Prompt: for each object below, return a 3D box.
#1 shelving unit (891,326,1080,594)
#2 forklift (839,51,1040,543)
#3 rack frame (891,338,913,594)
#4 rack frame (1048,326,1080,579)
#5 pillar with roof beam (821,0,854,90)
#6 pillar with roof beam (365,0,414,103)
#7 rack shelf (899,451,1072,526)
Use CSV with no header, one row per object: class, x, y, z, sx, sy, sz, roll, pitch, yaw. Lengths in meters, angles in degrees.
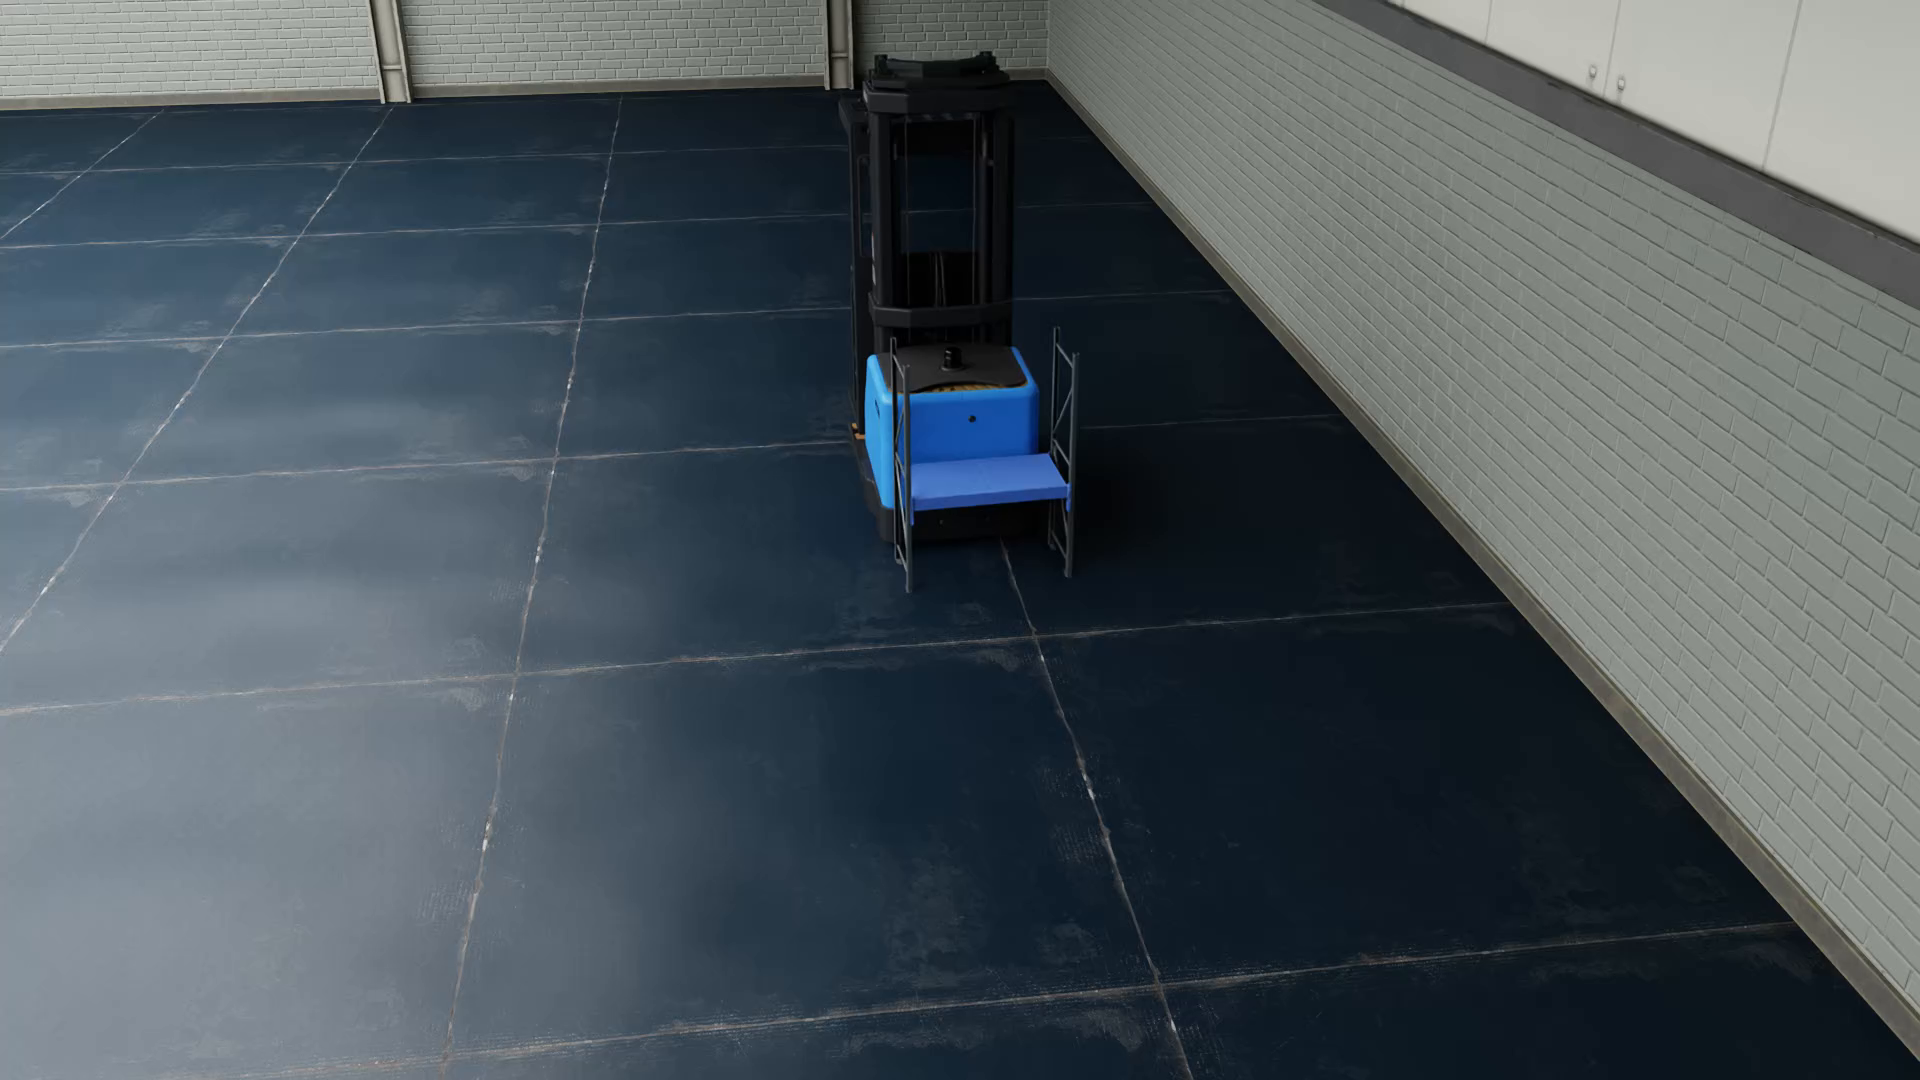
shelving unit,0.143,-0.489,10.263,1.048,1.500,0.538,-5,28,-10
forklift,-0.223,-1.934,11.510,1.130,2.935,3.031,-4,27,-8
rack frame,-0.356,-0.444,10.175,0.032,1.500,0.500,-5,28,-10
rack frame,0.641,-0.535,10.352,0.032,1.500,0.500,-5,28,-10
pillar with roof beam,-1.094,-8.411,17.488,0.400,9.000,9.100,-4,27,-7
pillar with roof beam,-7.035,-8.029,16.744,0.400,9.000,9.100,-4,27,-7
rack shelf,0.143,-0.329,10.345,1.000,0.185,0.538,-5,28,-10
